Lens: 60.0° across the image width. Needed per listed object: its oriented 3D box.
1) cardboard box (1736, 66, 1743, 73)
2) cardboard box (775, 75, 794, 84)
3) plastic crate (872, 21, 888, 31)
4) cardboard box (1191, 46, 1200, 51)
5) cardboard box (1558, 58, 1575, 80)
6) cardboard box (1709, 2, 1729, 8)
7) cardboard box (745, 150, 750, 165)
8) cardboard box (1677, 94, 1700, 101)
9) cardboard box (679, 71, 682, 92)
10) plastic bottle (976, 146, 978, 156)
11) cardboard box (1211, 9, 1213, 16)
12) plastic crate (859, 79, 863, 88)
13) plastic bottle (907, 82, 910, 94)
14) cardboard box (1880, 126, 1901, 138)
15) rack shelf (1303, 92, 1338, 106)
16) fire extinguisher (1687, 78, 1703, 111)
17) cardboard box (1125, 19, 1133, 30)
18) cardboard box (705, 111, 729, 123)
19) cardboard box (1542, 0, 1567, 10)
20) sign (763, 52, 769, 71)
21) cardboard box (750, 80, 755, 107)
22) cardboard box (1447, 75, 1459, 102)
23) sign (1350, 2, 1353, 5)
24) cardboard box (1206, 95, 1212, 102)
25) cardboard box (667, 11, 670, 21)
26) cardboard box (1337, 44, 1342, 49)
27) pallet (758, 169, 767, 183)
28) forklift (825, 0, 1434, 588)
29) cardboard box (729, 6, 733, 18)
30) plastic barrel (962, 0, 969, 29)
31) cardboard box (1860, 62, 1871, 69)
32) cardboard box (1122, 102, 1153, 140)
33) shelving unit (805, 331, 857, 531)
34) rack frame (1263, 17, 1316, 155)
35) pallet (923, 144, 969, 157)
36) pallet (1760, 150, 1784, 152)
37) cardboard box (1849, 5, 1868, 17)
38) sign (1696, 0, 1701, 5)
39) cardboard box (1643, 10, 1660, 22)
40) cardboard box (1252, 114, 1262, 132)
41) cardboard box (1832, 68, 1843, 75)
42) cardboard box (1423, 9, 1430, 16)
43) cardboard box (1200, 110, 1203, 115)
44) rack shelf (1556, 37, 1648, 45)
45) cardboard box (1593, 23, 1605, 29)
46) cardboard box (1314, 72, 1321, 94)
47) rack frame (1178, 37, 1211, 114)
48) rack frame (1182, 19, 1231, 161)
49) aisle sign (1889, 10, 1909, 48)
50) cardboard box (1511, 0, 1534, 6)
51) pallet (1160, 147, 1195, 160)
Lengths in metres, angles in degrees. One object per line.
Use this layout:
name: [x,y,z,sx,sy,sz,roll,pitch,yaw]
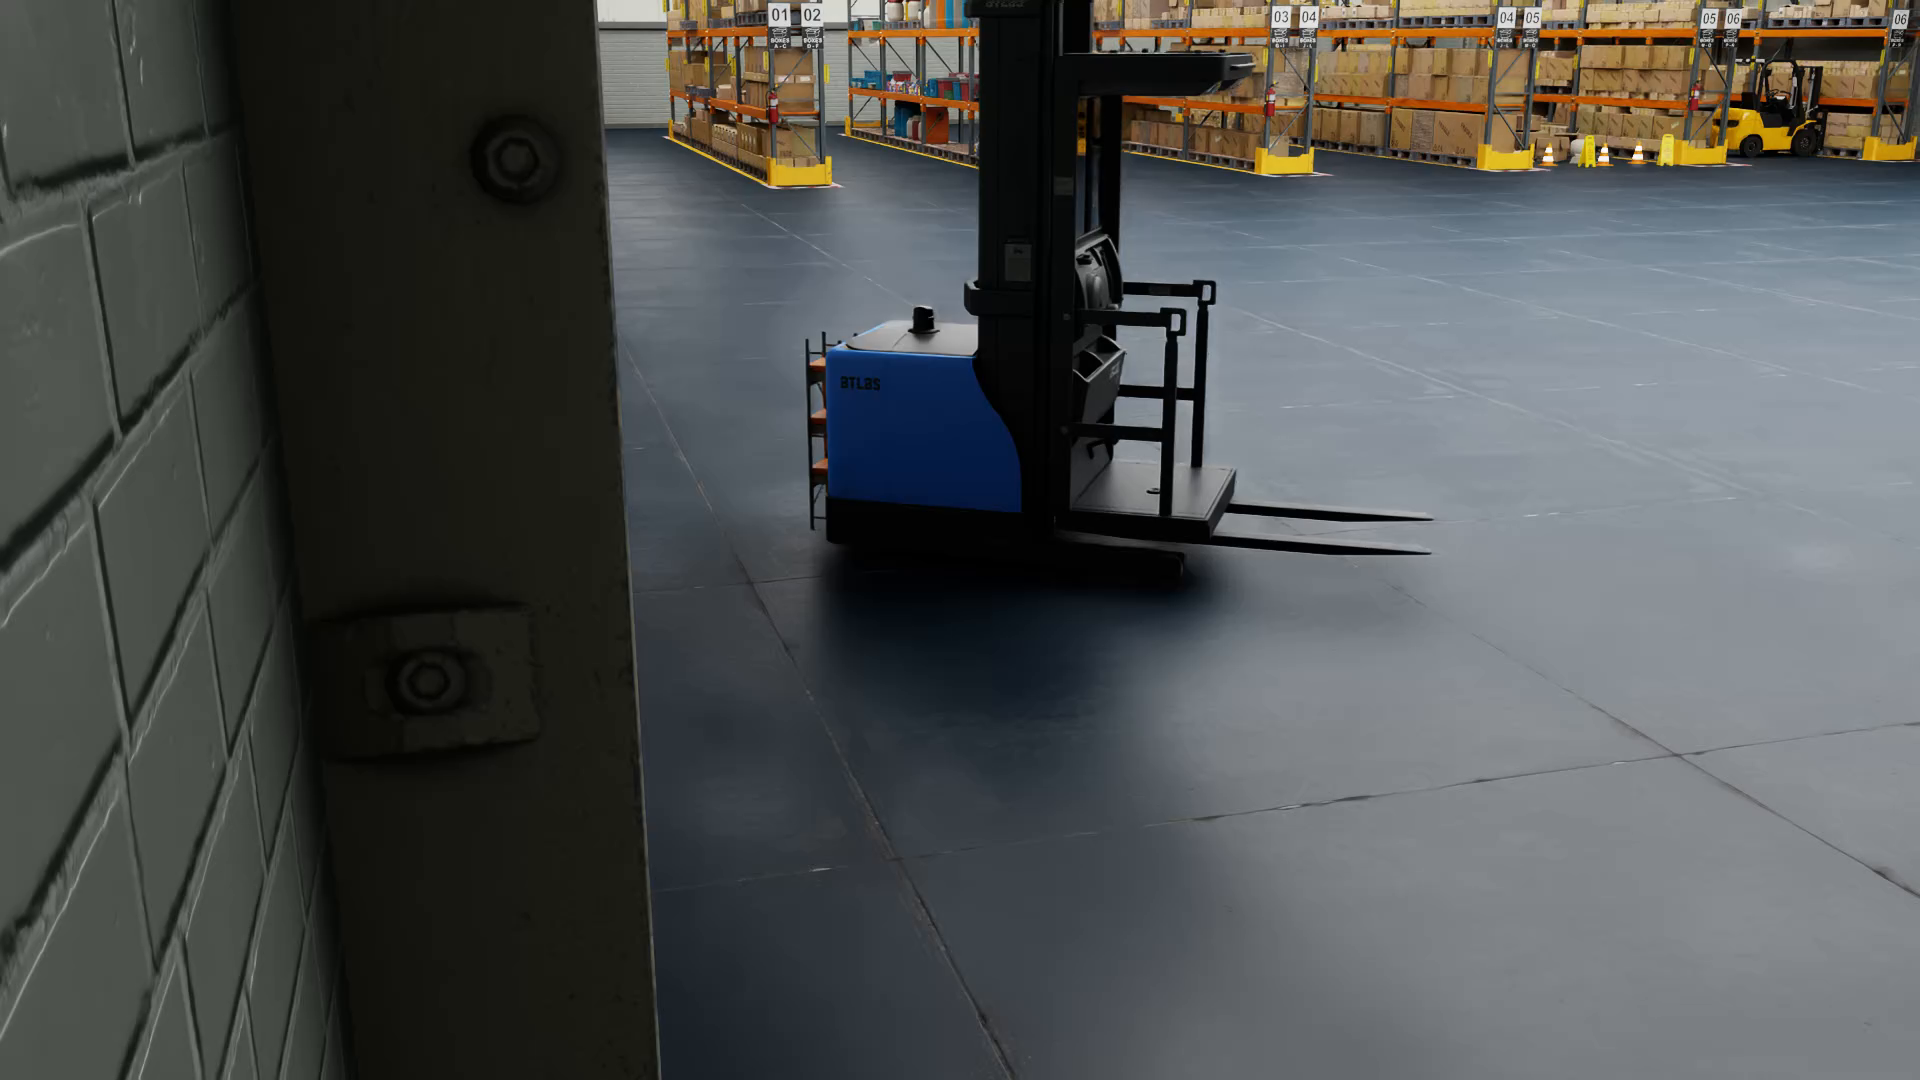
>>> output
cardboard box: [19.351,-11.609,41.017,0.380,0.149,0.250,-5,17,-16]
cardboard box: [-3.268,-8.487,30.624,0.380,0.149,0.250,-5,17,-16]
plastic crate: [-2.071,-13.331,43.128,0.416,0.233,0.300,-5,17,-15]
cardboard box: [5.326,-10.452,36.035,0.500,0.500,0.500,-5,17,-15]
cardboard box: [14.628,-11.212,39.573,0.500,0.500,0.500,-5,17,-16]
cardboard box: [16.173,-11.417,35.513,0.380,0.149,0.250,-5,17,-16]
cardboard box: [-3.978,-7.599,33.019,0.500,0.250,0.500,-5,17,-15]
cardboard box: [15.766,-9.570,35.967,0.380,0.149,0.250,-4,17,-13]
cardboard box: [-6.948,-11.808,42.806,0.500,0.500,0.500,-4,17,-14]
plastic bottle: [0.378,-8.255,35.251,0.097,0.201,0.097,0,17,0]
cardboard box: [5.542,-11.159,35.172,0.380,0.149,0.250,-4,17,-14]
plastic crate: [-2.500,-12.345,44.953,0.416,0.233,0.300,-5,17,-15]
plastic bottle: [-1.250,-10.980,40.427,0.061,0.283,0.133,-5,17,-15]
cardboard box: [20.916,-9.268,37.703,0.500,0.250,0.500,-4,17,-14]
rack shelf: [8.595,-11.606,43.559,1.077,0.370,4.000,-5,17,-15]
fire extinguisher: [15.663,-9.499,35.427,0.296,0.674,0.183,-5,17,-15]
cardboard box: [4.232,-12.248,39.491,0.500,0.250,0.500,-4,17,-14]
cardboard box: [-5.681,-9.879,38.836,0.500,0.250,0.500,-4,17,-13]
cardboard box: [14.392,-12.946,40.218,0.500,0.250,0.500,-4,17,-14]
sign: [-3.505,-8.667,30.100,0.100,0.325,0.005,-5,17,-15]
cardboard box: [-3.800,-8.925,33.208,0.700,0.500,0.500,-5,17,-16]
cardboard box: [10.992,-9.671,35.604,0.875,0.550,0.550,-5,17,-15]
sign: [9.680,-13.161,41.235,0.100,0.325,0.005,-5,17,-15]
cardboard box: [5.475,-9.445,35.551,0.380,0.149,0.250,-5,17,-15]
cardboard box: [-7.486,-13.906,44.140,0.500,0.250,0.500,-5,17,-15]
cardboard box: [11.509,-14.747,49.725,0.380,0.149,0.250,-4,17,-14]
pallet: [-3.230,-6.911,31.525,1.003,0.211,1.213,-5,17,-15]
forklift: [0.881,-1.342,8.259,3.031,2.935,1.130,5,17,16]
cardboard box: [-4.692,-11.393,35.916,0.500,0.250,0.500,-5,17,-16]
plastic barrel: [0.336,-11.336,35.322,0.600,0.901,0.708,-5,17,-15]
cardboard box: [20.447,-10.647,37.295,0.380,0.149,0.250,-5,17,-15]
cardboard box: [4.178,-10.409,41.287,1.225,0.875,0.875,-6,18,-18]
shelving unit: [-0.683,-0.583,9.000,0.215,1.050,0.252,5,17,16]
rack frame: [6.546,-8.820,33.034,1.000,3.000,0.127,-5,17,-15]
pallet: [-0.239,-9.089,38.775,1.003,0.211,1.213,-5,17,-15]
pallet: [19.925,-9.545,40.294,1.003,0.211,1.213,-5,17,-15]
cardboard box: [20.257,-11.894,37.382,0.396,0.266,0.258,-5,17,-15]
sign: [15.535,-11.426,34.956,0.100,0.325,0.005,-5,17,-15]
cardboard box: [15.391,-11.514,36.530,0.500,0.250,0.500,-4,17,-14]
cardboard box: [8.140,-11.136,44.359,0.500,0.500,0.500,-4,17,-13]
cardboard box: [20.194,-10.714,38.038,0.380,0.149,0.250,-5,18,-17]
cardboard box: [10.298,-11.448,36.099,0.380,0.149,0.250,-5,17,-16]
cardboard box: [7.115,-12.273,47.720,0.380,0.149,0.250,-4,17,-13]
rack shelf: [18.098,-13.856,45.833,1.077,0.370,4.000,-5,17,-15]
cardboard box: [14.841,-11.844,38.322,0.380,0.149,0.250,-5,17,-15]
cardboard box: [9.008,-11.300,41.115,0.500,0.500,0.500,-5,17,-15]
rack frame: [6.946,-13.610,48.980,1.000,3.000,0.127,-5,17,-15]
rack frame: [5.447,-9.927,36.718,1.000,3.000,0.127,-5,17,-15]
aisle sign: [20.582,-11.201,36.441,0.394,0.787,0.004,-5,17,-15]
cardboard box: [11.457,-11.095,34.231,0.500,0.250,0.500,-5,17,-15]
pallet: [5.231,-8.807,37.835,1.003,0.211,1.213,-5,17,-15]
